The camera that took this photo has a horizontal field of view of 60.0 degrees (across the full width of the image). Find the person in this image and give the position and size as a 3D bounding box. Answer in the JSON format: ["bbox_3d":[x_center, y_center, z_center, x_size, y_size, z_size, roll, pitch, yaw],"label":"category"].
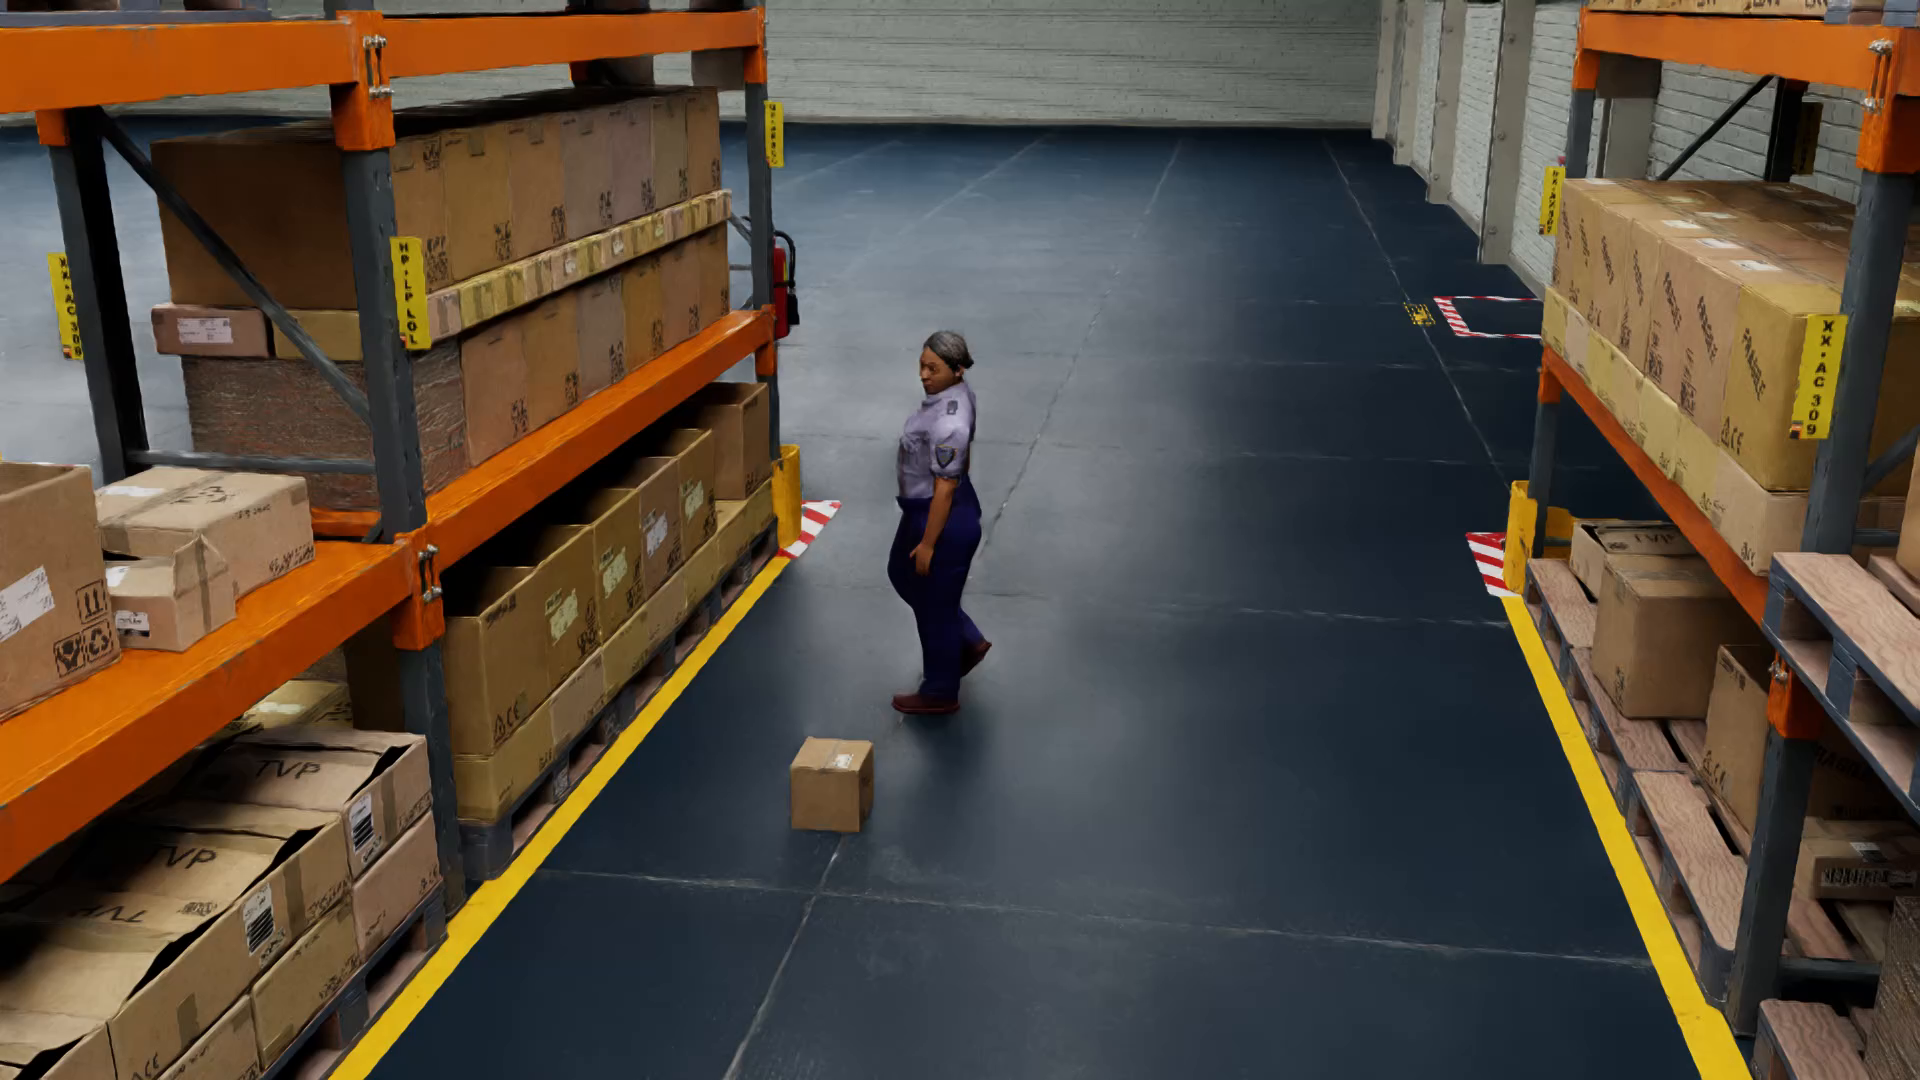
[{"bbox_3d":[-0.093,-0.055,6.751,0.441,1.638,0.636,1,18,2],"label":"person"}]
